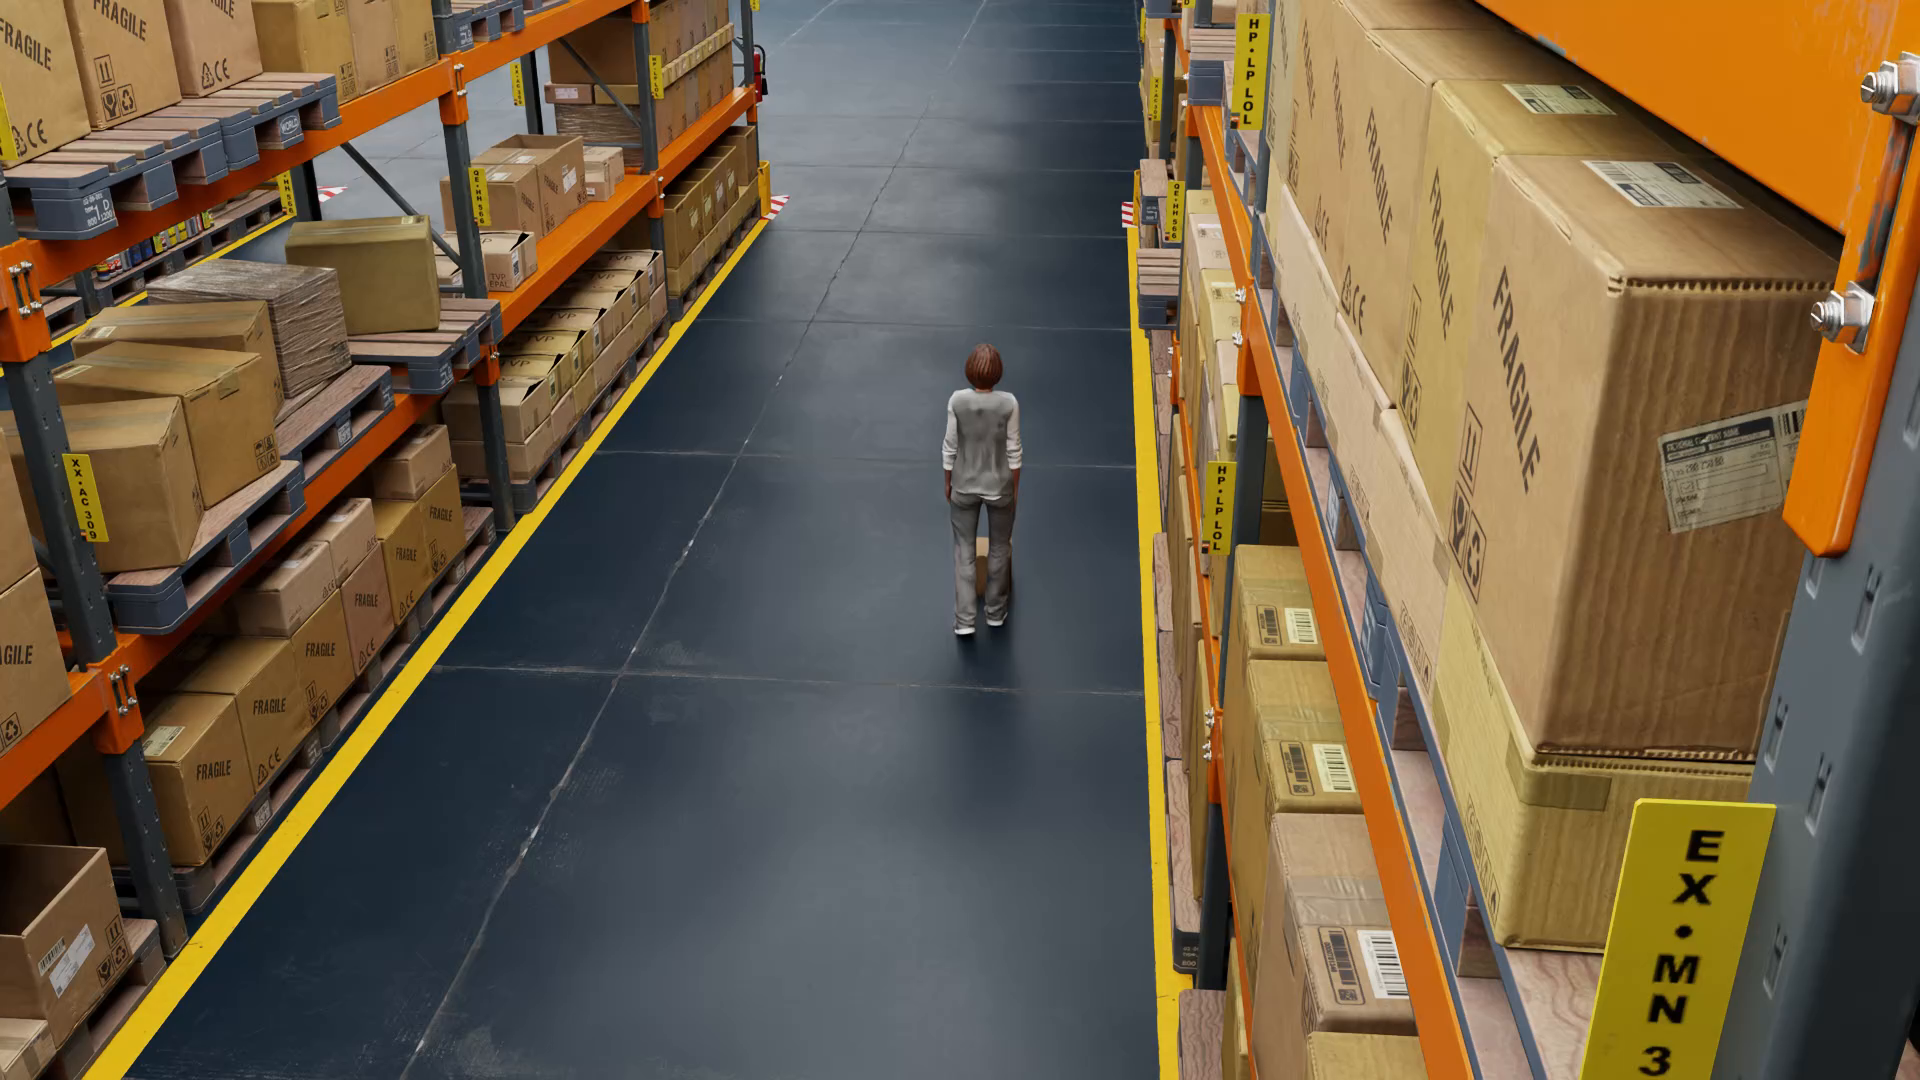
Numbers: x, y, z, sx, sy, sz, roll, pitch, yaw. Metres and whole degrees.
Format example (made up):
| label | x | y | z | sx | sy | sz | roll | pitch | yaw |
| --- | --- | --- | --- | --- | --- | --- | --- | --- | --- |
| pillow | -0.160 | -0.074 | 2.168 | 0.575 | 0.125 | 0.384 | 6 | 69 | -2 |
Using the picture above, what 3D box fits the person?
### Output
| label | x | y | z | sx | sy | sz | roll | pitch | yaw |
| --- | --- | --- | --- | --- | --- | --- | --- | --- | --- |
| person | 0.116 | -0.252 | 8.701 | 0.420 | 1.630 | 0.420 | 3 | 25 | 5 |
